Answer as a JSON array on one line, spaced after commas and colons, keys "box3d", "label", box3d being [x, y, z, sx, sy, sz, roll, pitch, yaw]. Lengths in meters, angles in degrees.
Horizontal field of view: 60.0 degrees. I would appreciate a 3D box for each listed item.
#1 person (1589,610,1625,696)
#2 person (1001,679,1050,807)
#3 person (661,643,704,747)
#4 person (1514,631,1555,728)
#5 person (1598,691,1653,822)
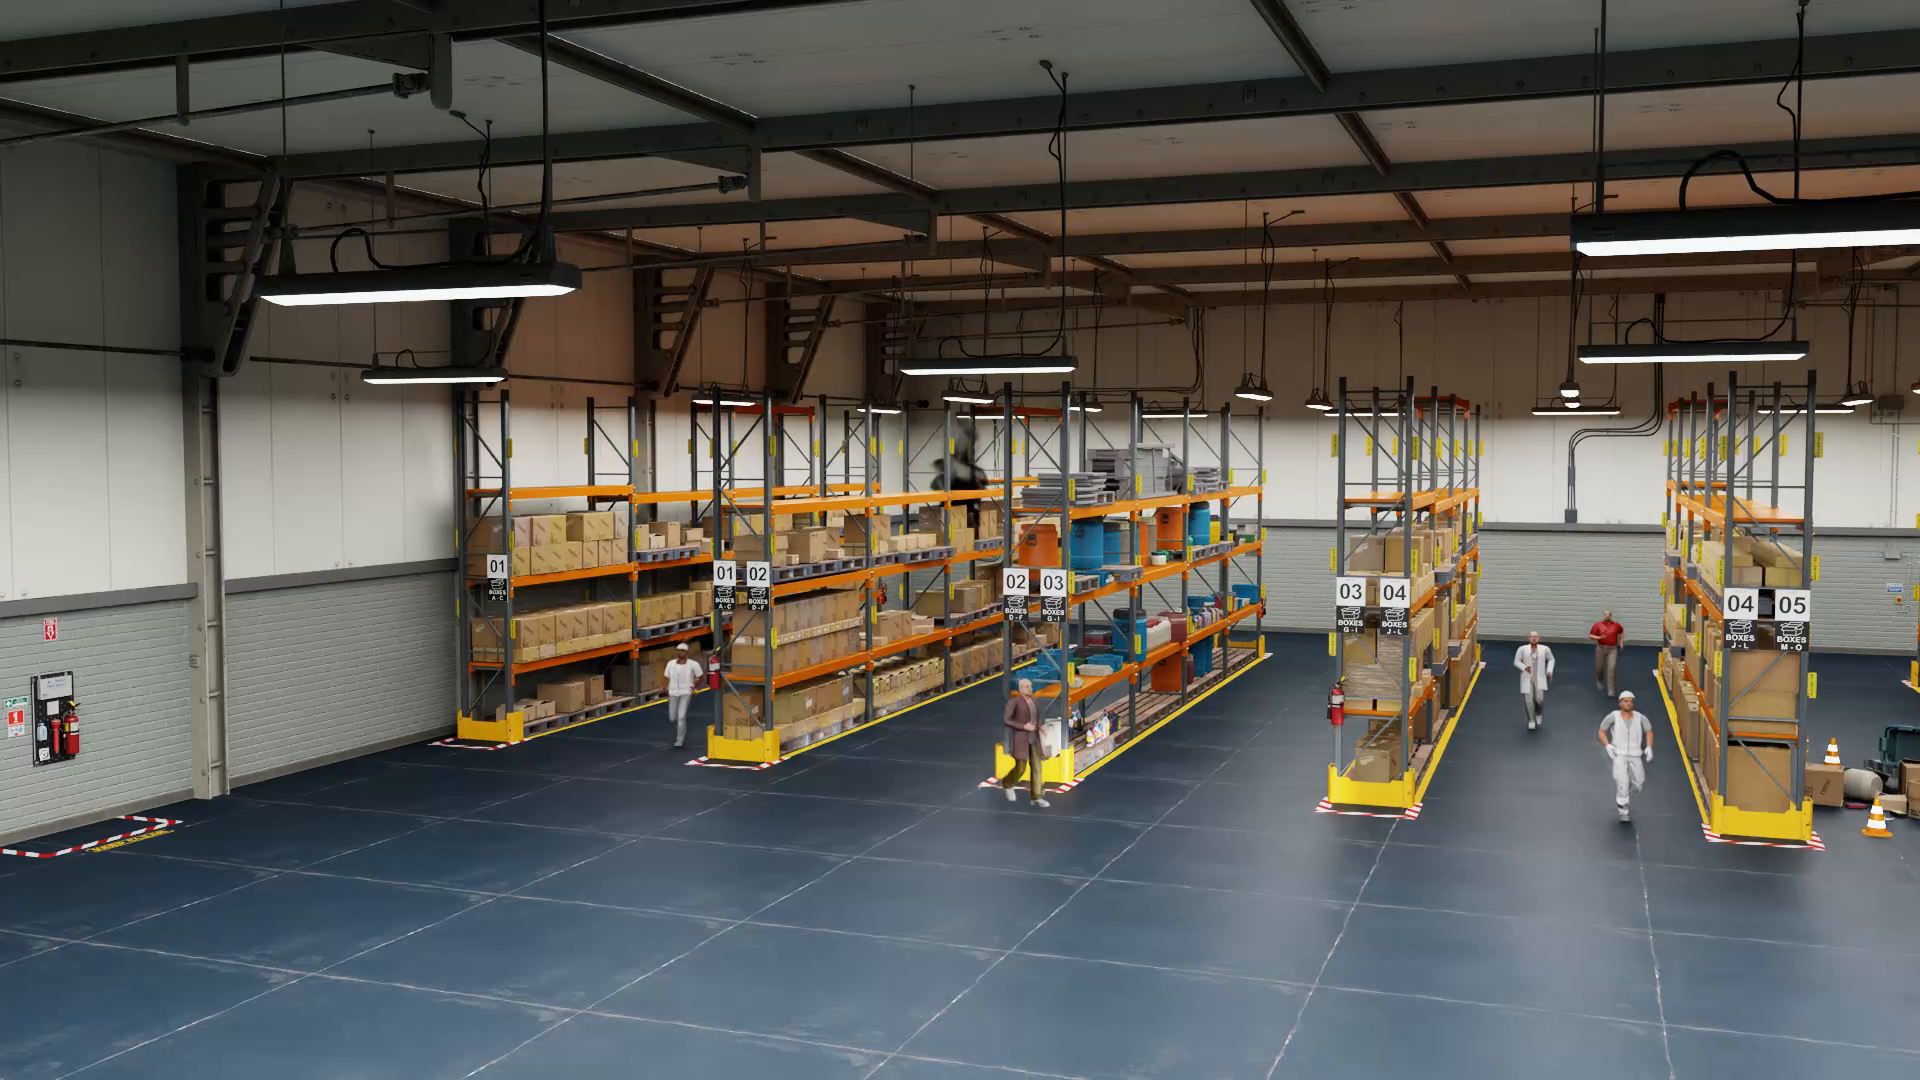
[{"box3d": [13.109, 2.262, 33.695, 0.672, 1.700, 0.919, 1, 3, 19], "label": "person"}, {"box3d": [0.910, 2.819, 23.275, 0.730, 1.763, 0.921, -2, 4, -36], "label": "person"}, {"box3d": [-4.689, 2.596, 28.027, 0.695, 1.716, 0.737, 0, 3, 7], "label": "person"}, {"box3d": [10.227, 2.499, 29.628, 0.695, 1.739, 0.631, 1, 3, 18], "label": "person"}, {"box3d": [8.964, 2.889, 22.413, 0.704, 1.736, 0.640, 0, 3, 9], "label": "person"}]
